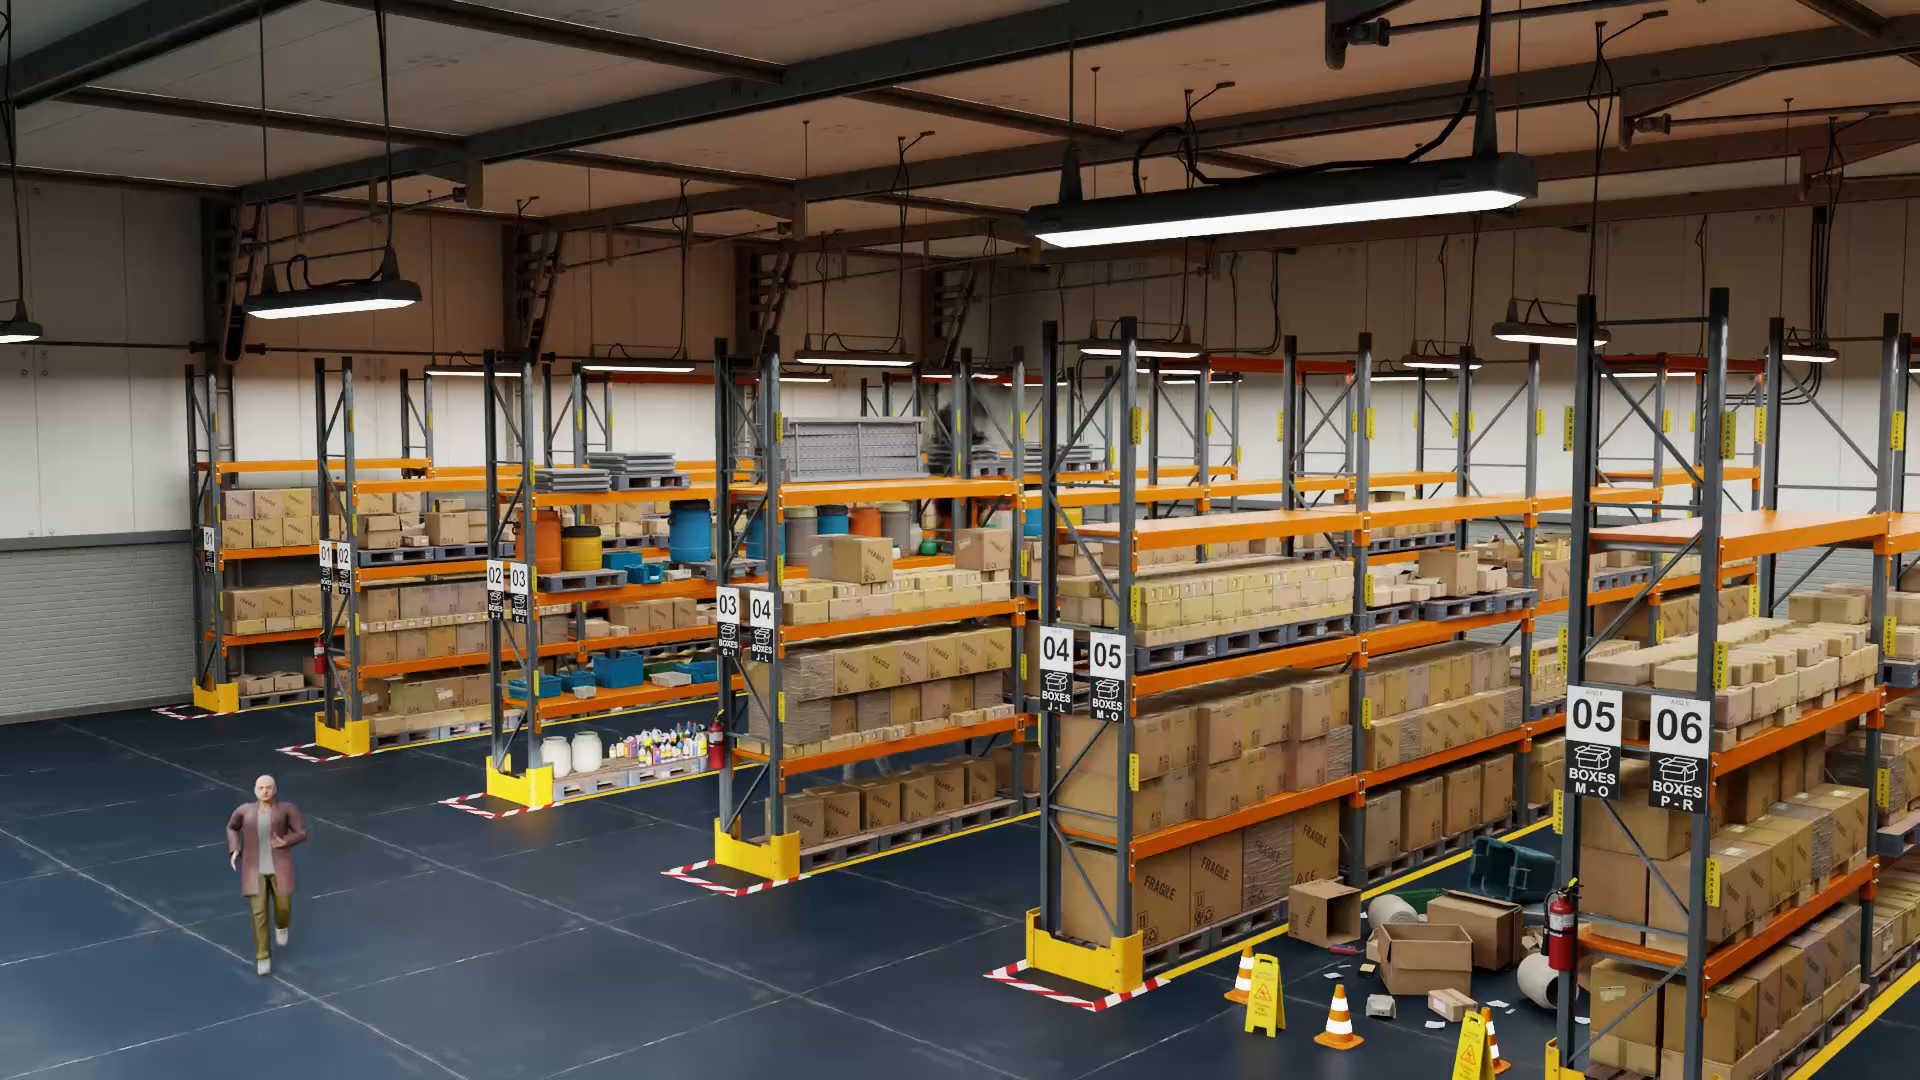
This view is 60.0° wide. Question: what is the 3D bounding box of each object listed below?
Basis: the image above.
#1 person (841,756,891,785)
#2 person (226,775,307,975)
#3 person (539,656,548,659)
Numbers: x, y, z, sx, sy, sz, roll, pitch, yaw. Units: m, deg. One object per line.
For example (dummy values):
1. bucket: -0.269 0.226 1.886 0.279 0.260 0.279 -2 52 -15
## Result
1. person: -1.311 2.520 22.831 0.649 1.819 0.888 3 5 37
2. person: -6.476 3.077 15.545 0.714 1.754 0.995 -2 5 -21
3. person: -7.546 2.030 29.745 0.630 1.677 0.733 3 6 37
